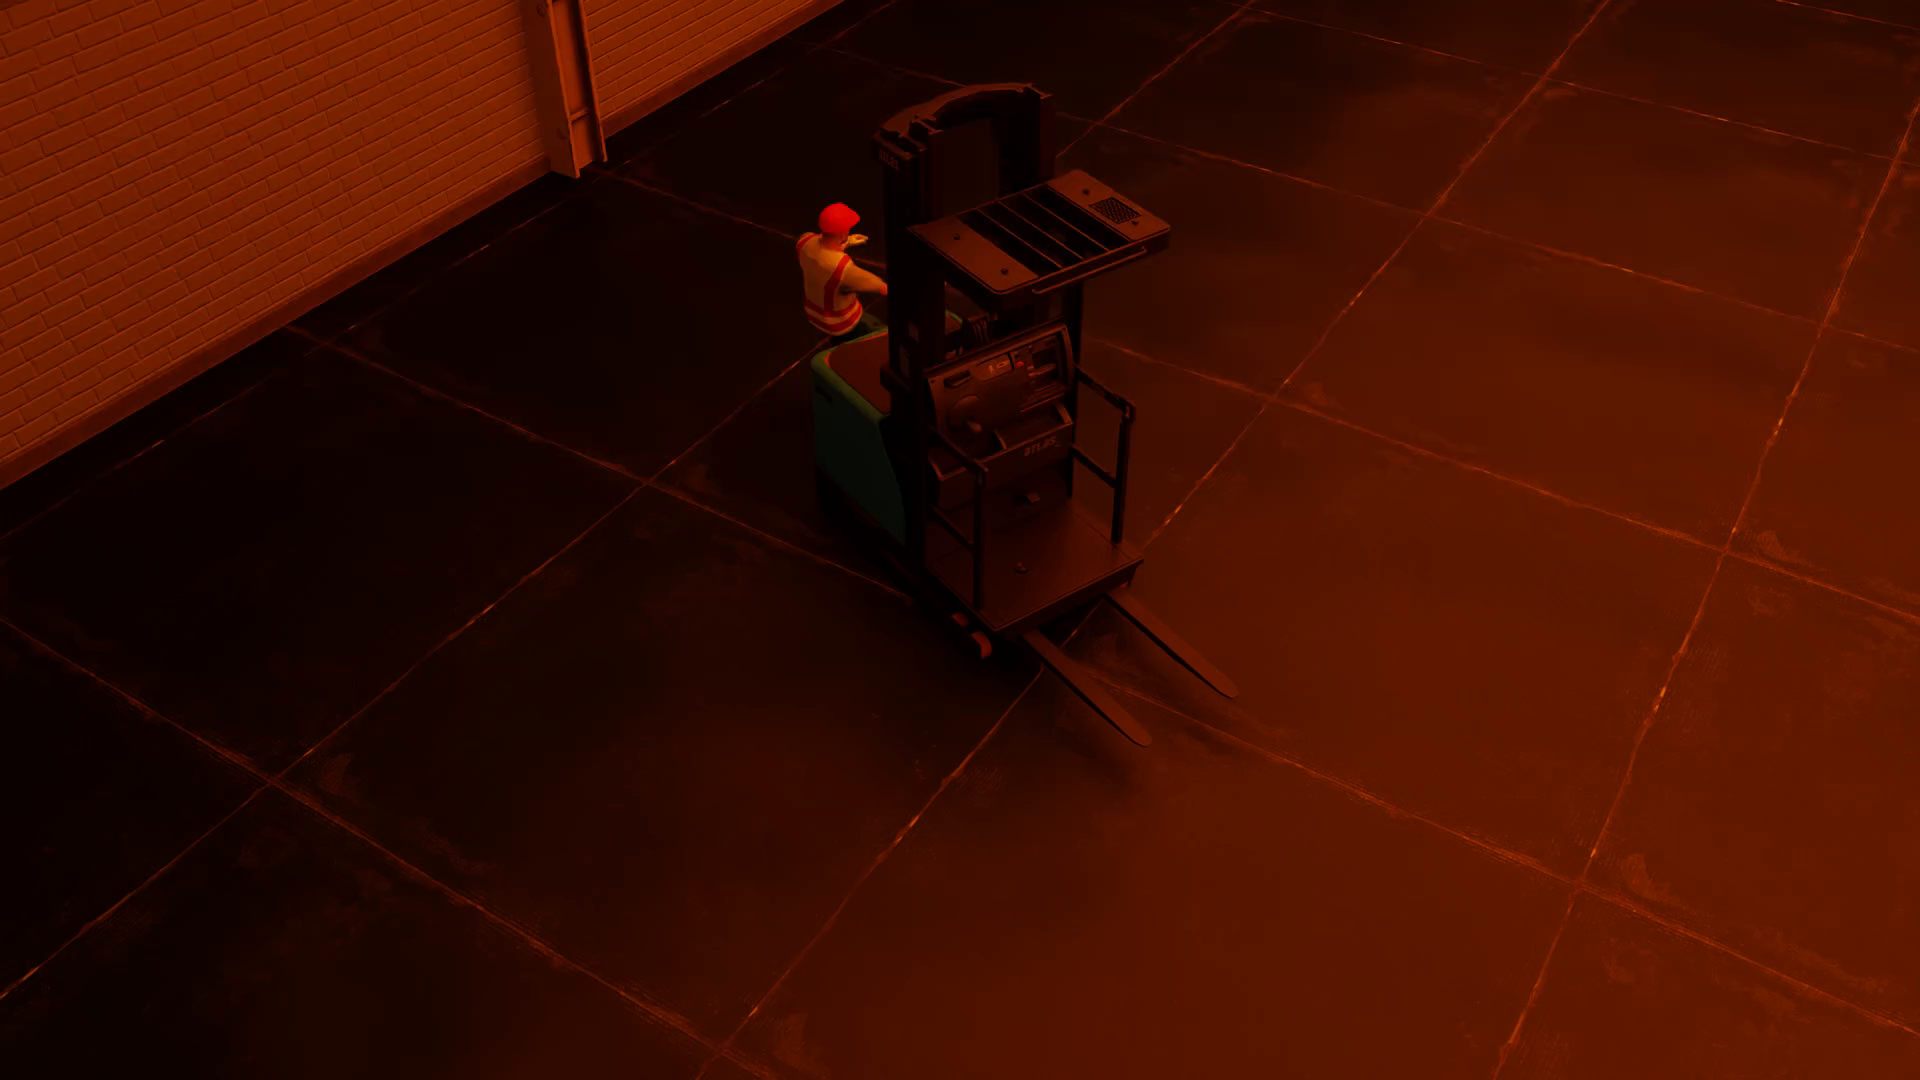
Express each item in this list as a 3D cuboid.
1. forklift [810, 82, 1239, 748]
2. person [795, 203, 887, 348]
[{"bbox_3d":[0.353,-0.796,8.907,1.130,2.935,3.031,-25,46,-26],"label":"forklift"},{"bbox_3d":[-0.631,-1.544,10.835,0.817,1.607,0.769,33,50,32],"label":"person"}]
